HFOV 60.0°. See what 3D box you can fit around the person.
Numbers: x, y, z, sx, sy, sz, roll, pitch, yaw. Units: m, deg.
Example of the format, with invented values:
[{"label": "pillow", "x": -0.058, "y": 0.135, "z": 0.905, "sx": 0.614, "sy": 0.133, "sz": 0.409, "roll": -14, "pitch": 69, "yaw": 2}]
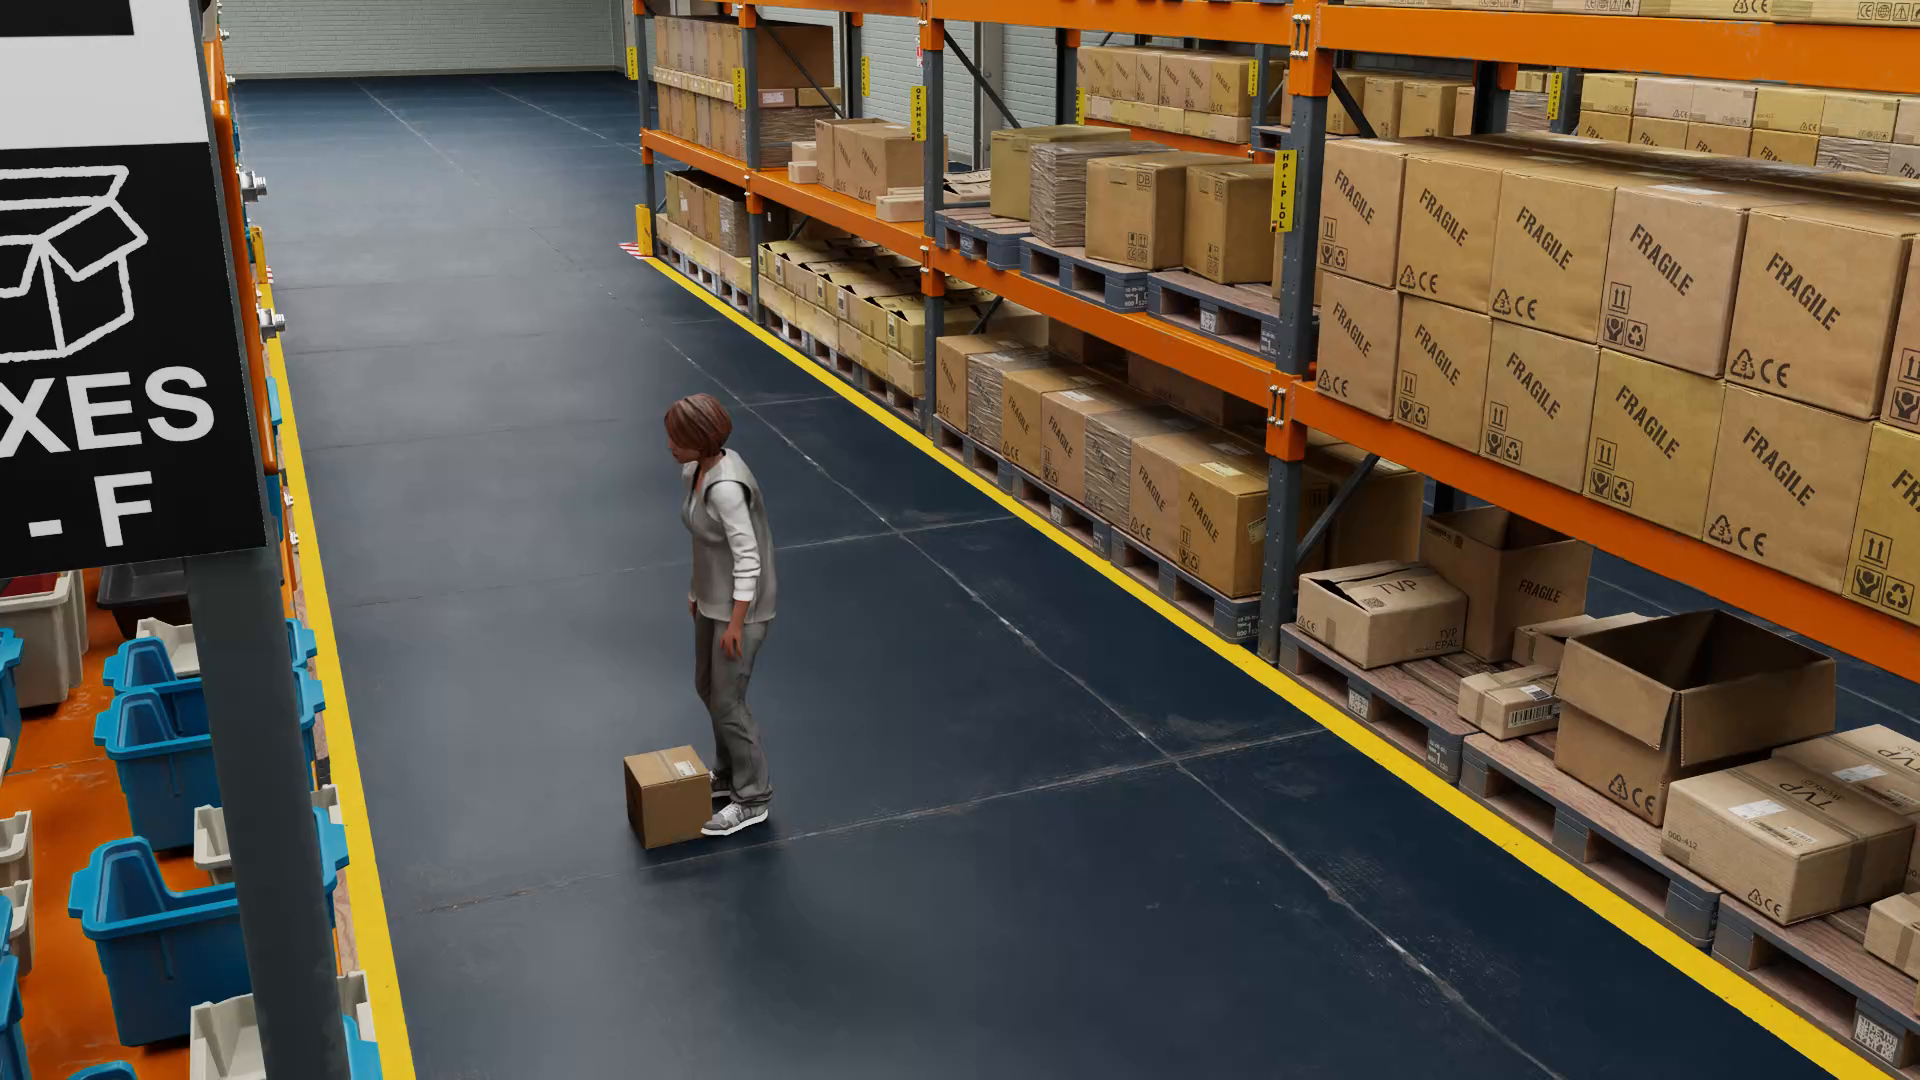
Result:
[{"label": "person", "x": -0.831, "y": 0.253, "z": 5.852, "sx": 0.349, "sy": 1.593, "sz": 0.473, "roll": -8, "pitch": 21, "yaw": -23}]
